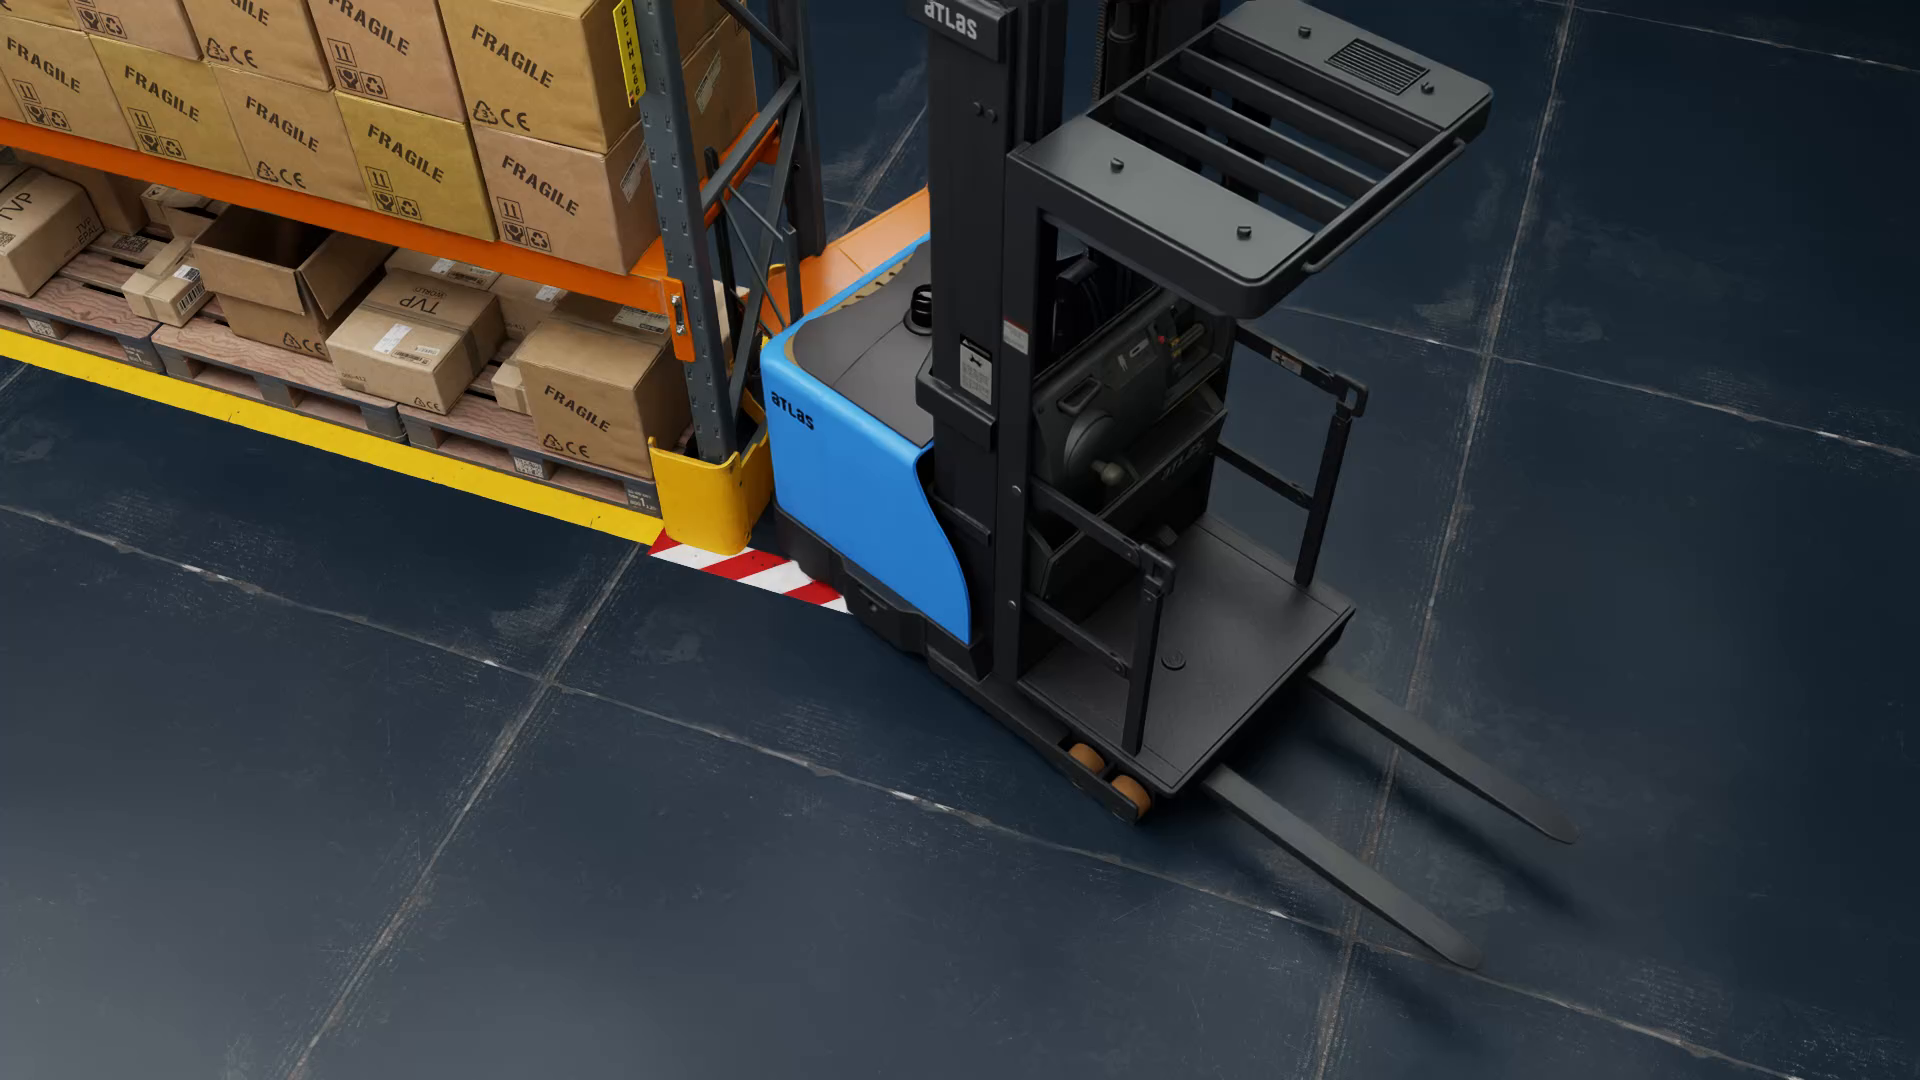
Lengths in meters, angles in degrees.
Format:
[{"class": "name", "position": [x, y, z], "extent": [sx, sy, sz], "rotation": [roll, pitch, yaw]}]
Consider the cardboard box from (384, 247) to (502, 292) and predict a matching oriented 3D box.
[{"class": "cardboard box", "position": [-2.111, -1.195, 7.195], "extent": [0.500, 0.250, 0.500], "rotation": [16, 51, 13]}]

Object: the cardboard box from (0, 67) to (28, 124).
[{"class": "cardboard box", "position": [-3.649, -1.967, 6.271], "extent": [0.500, 0.500, 0.500], "rotation": [16, 51, 14]}]

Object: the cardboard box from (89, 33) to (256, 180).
[{"class": "cardboard box", "position": [-2.703, -1.703, 6.041], "extent": [0.500, 0.500, 0.500], "rotation": [15, 51, 13]}]

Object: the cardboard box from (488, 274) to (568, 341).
[{"class": "cardboard box", "position": [-1.642, -1.064, 7.082], "extent": [0.500, 0.250, 0.500], "rotation": [16, 51, 13]}]

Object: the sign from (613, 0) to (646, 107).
[{"class": "sign", "position": [-0.973, -1.440, 4.904], "extent": [0.005, 0.325, 0.100], "rotation": [16, 51, 13]}]

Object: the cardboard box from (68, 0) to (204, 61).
[{"class": "cardboard box", "position": [-2.718, -2.026, 5.660], "extent": [0.500, 0.500, 0.500], "rotation": [17, 51, 14]}]

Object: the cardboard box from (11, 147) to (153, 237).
[{"class": "cardboard box", "position": [-3.881, -1.770, 7.529], "extent": [0.500, 0.500, 0.500], "rotation": [16, 51, 13]}]

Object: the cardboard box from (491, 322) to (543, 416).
[{"class": "cardboard box", "position": [-1.706, -0.699, 6.822], "extent": [0.250, 0.166, 0.380], "rotation": [16, 51, 13]}]

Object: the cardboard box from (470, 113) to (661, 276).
[{"class": "cardboard box", "position": [-1.276, -1.303, 5.695], "extent": [0.500, 0.500, 0.500], "rotation": [17, 51, 14]}]

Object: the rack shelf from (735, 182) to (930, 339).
[{"class": "rack shelf", "position": [-0.352, -0.985, 6.633], "extent": [1.000, 0.185, 0.538], "rotation": [-35, 66, -20]}]

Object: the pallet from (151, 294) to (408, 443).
[{"class": "pallet", "position": [-2.721, -0.981, 7.327], "extent": [1.213, 0.211, 1.003], "rotation": [16, 51, 13]}]

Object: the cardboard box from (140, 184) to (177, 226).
[{"class": "cardboard box", "position": [-3.508, -1.600, 7.614], "extent": [0.250, 0.149, 0.380], "rotation": [16, 51, 13]}]

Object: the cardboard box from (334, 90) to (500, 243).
[{"class": "cardboard box", "position": [-1.764, -1.436, 5.810], "extent": [0.500, 0.500, 0.500], "rotation": [16, 51, 13]}]

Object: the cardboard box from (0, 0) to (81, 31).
[{"class": "cardboard box", "position": [-3.203, -2.161, 5.777], "extent": [0.500, 0.500, 0.500], "rotation": [14, 51, 12]}]

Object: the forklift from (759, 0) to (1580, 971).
[{"class": "forklift", "position": [0.708, -0.437, 5.055], "extent": [3.031, 2.935, 1.130], "rotation": [35, 57, 26]}]

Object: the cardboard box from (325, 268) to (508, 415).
[{"class": "cardboard box", "position": [-2.238, -0.827, 6.877], "extent": [0.500, 0.250, 0.500], "rotation": [16, 51, 13]}]

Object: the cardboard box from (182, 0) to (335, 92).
[{"class": "cardboard box", "position": [-2.236, -1.892, 5.543], "extent": [0.500, 0.500, 0.500], "rotation": [17, 51, 14]}]

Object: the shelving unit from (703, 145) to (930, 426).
[{"class": "shelving unit", "position": [-0.340, -1.083, 6.482], "extent": [1.083, 1.500, 0.587], "rotation": [-35, 66, -20]}]

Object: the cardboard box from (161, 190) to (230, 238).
[{"class": "cardboard box", "position": [-3.177, -1.512, 7.430], "extent": [0.500, 0.311, 0.500], "rotation": [16, 51, 13]}]

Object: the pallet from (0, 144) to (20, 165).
[{"class": "pallet", "position": [-5.290, -1.666, 7.921], "extent": [1.213, 0.211, 1.003], "rotation": [16, 51, 13]}]

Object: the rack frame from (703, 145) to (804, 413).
[{"class": "rack frame", "position": [-0.739, -0.806, 6.302], "extent": [0.032, 1.500, 0.500], "rotation": [-35, 66, -20]}]

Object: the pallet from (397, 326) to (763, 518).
[{"class": "pallet", "position": [-1.581, -0.660, 7.049], "extent": [1.213, 0.211, 1.003], "rotation": [16, 51, 13]}]

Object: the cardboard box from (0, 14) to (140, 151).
[{"class": "cardboard box", "position": [-3.180, -1.835, 6.156], "extent": [0.500, 0.500, 0.500], "rotation": [15, 51, 13]}]

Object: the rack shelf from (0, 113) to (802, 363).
[{"class": "rack shelf", "position": [-2.638, -1.634, 6.524], "extent": [4.000, 0.370, 1.077], "rotation": [16, 51, 13]}]

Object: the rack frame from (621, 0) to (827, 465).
[{"class": "rack frame", "position": [-0.761, -1.346, 5.798], "extent": [0.127, 3.000, 1.000], "rotation": [16, 51, 13]}]

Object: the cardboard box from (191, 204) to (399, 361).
[{"class": "cardboard box", "position": [-2.750, -1.231, 7.060], "extent": [0.637, 0.503, 0.797], "rotation": [16, 51, 13]}]

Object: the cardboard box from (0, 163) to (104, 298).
[{"class": "cardboard box", "position": [-4.195, -1.393, 7.327], "extent": [0.500, 0.311, 0.500], "rotation": [16, 51, 13]}]

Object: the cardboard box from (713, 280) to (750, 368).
[{"class": "cardboard box", "position": [-1.035, -0.909, 7.015], "extent": [0.250, 0.149, 0.380], "rotation": [16, 51, 13]}]

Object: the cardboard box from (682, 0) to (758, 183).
[{"class": "cardboard box", "position": [-1.086, -1.682, 6.023], "extent": [0.500, 0.500, 0.500], "rotation": [17, 51, 14]}]

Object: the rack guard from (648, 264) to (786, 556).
[{"class": "rack guard", "position": [-0.833, -0.547, 6.760], "extent": [0.348, 0.500, 1.175], "rotation": [16, 51, 13]}]

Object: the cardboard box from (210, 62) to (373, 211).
[{"class": "cardboard box", "position": [-2.230, -1.571, 5.927], "extent": [0.500, 0.500, 0.500], "rotation": [16, 51, 13]}]

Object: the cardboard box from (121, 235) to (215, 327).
[{"class": "cardboard box", "position": [-3.380, -1.127, 7.192], "extent": [0.250, 0.166, 0.380], "rotation": [16, 51, 13]}]

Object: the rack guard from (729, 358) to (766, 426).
[{"class": "rack guard", "position": [-0.741, -0.493, 6.843], "extent": [0.087, 0.250, 0.587], "rotation": [-35, 66, -20]}]

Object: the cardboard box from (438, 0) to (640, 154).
[{"class": "cardboard box", "position": [-1.274, -1.628, 5.314], "extent": [0.500, 0.500, 0.500], "rotation": [15, 51, 13]}]

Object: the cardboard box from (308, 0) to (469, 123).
[{"class": "cardboard box", "position": [-1.748, -1.759, 5.428], "extent": [0.500, 0.500, 0.500], "rotation": [17, 51, 14]}]

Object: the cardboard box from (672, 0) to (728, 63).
[{"class": "cardboard box", "position": [-1.086, -2.009, 5.645], "extent": [0.500, 0.500, 0.500], "rotation": [17, 51, 14]}]

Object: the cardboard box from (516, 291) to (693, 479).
[{"class": "cardboard box", "position": [-1.357, -0.639, 6.548], "extent": [0.500, 0.500, 0.500], "rotation": [16, 51, 13]}]

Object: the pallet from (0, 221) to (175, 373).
[{"class": "pallet", "position": [-3.870, -1.299, 7.603], "extent": [1.213, 0.211, 1.003], "rotation": [16, 51, 13]}]
